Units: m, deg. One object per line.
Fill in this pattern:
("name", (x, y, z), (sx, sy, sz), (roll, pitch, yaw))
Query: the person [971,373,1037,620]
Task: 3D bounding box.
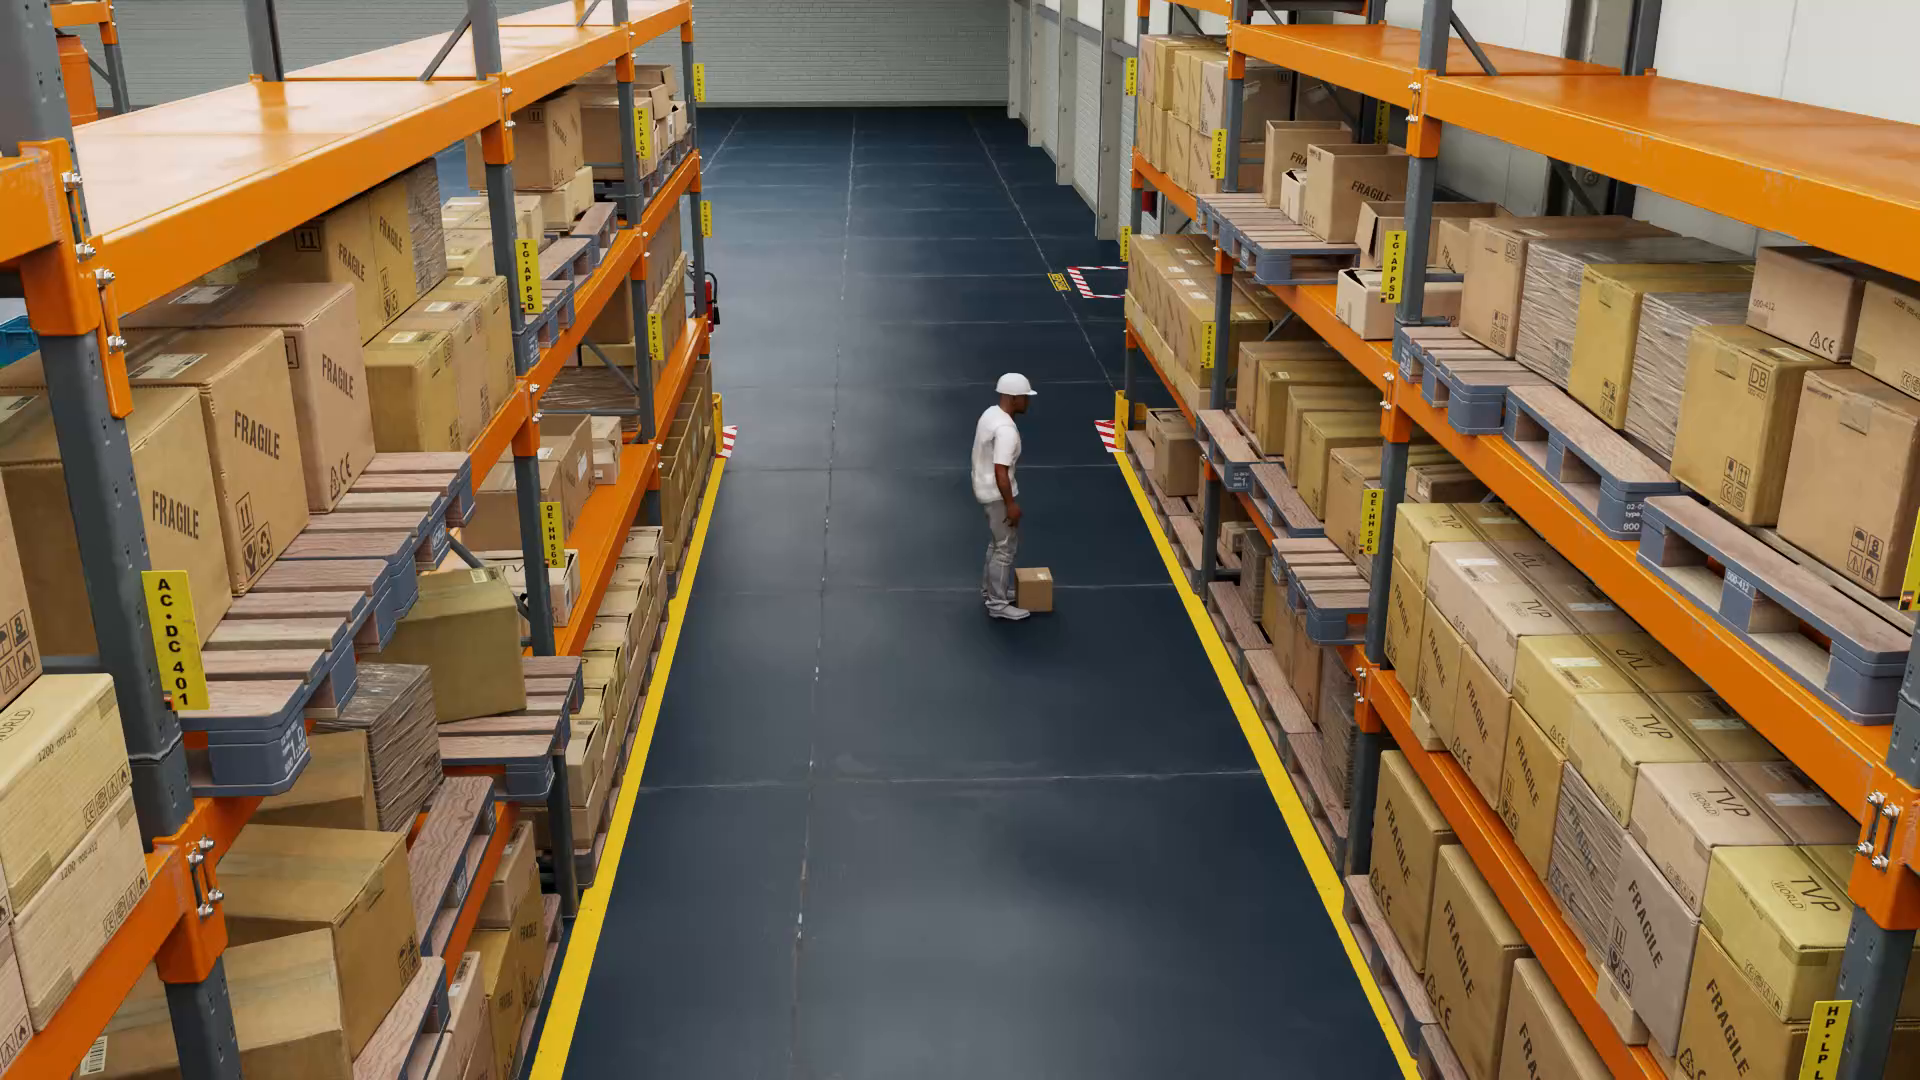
("person", (0.319, -0.334, 11.955), (0.460, 1.761, 0.637), (-2, 20, -5))
